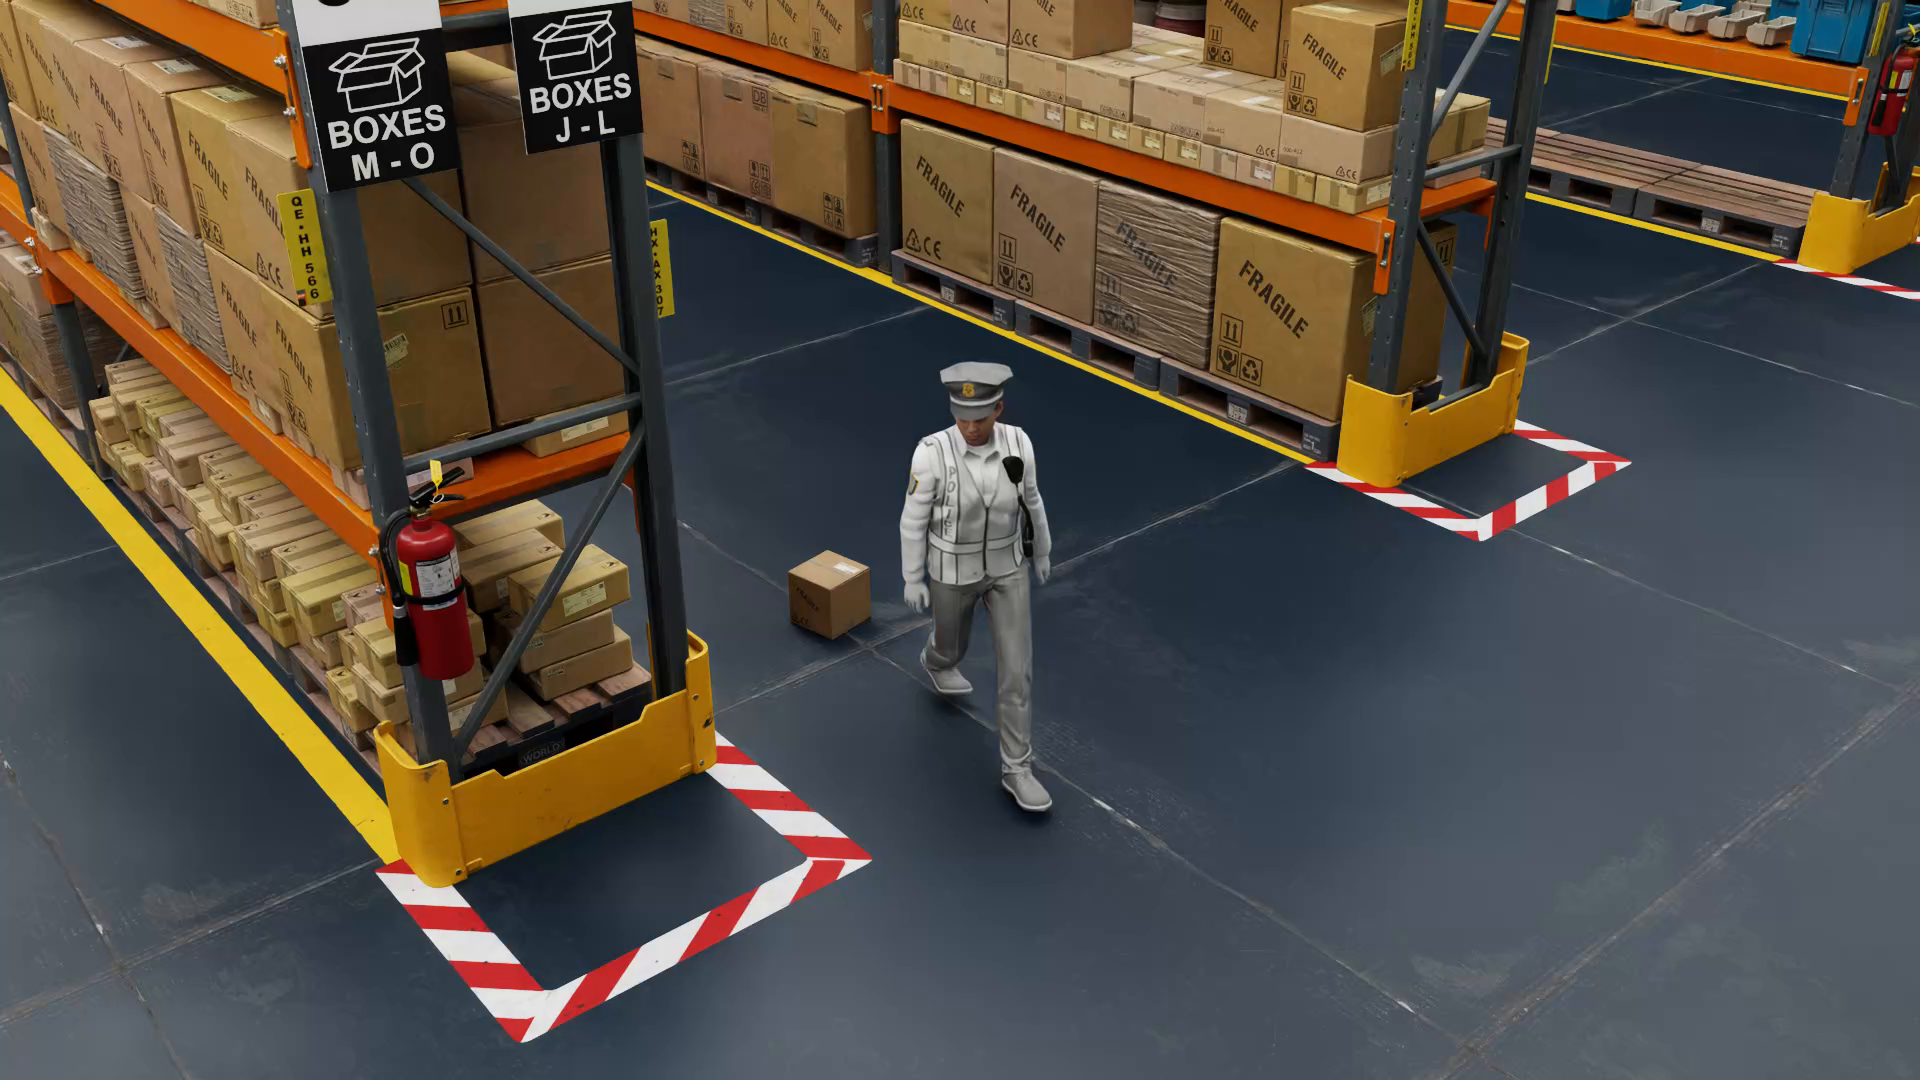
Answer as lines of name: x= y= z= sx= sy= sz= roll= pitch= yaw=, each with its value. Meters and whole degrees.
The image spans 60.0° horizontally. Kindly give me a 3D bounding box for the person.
person: x=0.070 y=0.091 z=5.970 sx=0.584 sy=1.610 sz=0.992 roll=-6 pitch=29 yaw=-12
